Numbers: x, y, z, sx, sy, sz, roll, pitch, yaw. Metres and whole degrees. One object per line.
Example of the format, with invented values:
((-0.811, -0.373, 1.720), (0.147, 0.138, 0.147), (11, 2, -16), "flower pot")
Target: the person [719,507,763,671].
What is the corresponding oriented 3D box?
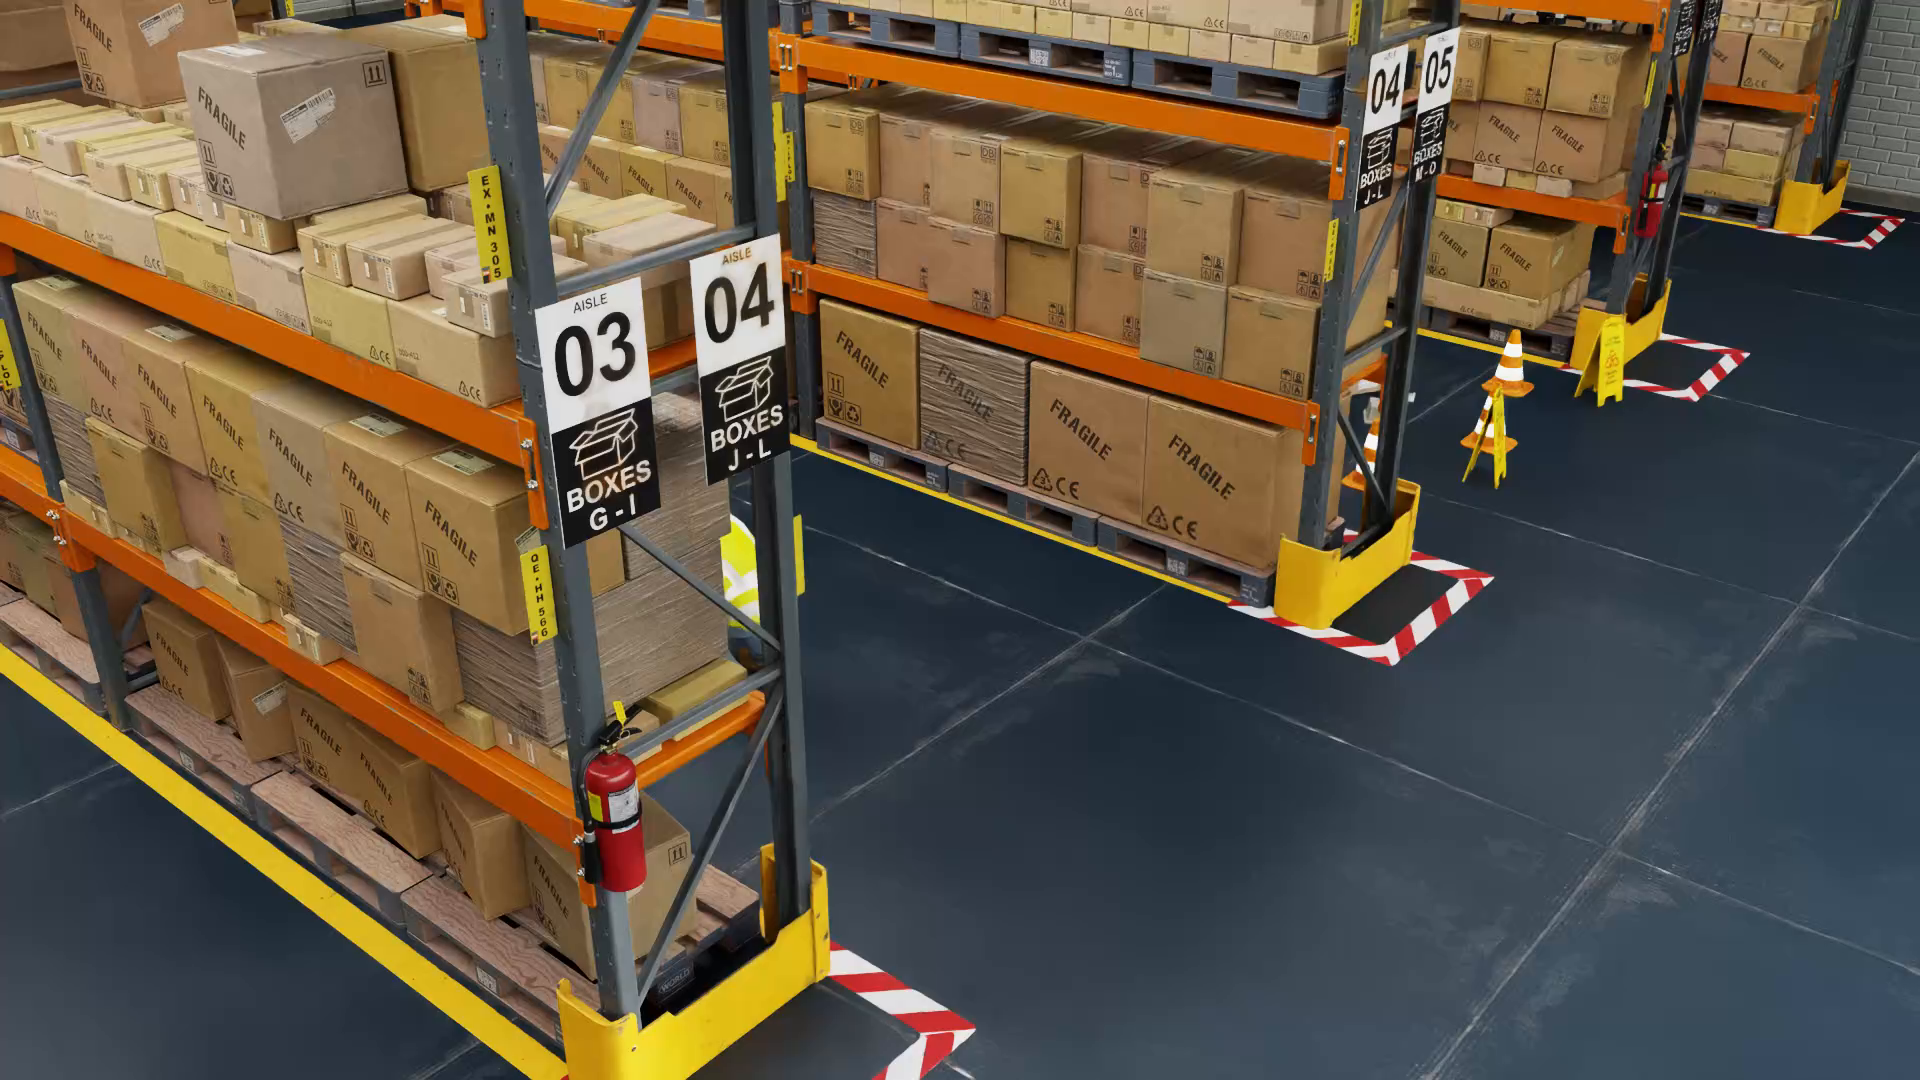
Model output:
((-1.323, 0.259, 8.917), (0.951, 1.011, 0.526), (19, 33, 33), "person")
